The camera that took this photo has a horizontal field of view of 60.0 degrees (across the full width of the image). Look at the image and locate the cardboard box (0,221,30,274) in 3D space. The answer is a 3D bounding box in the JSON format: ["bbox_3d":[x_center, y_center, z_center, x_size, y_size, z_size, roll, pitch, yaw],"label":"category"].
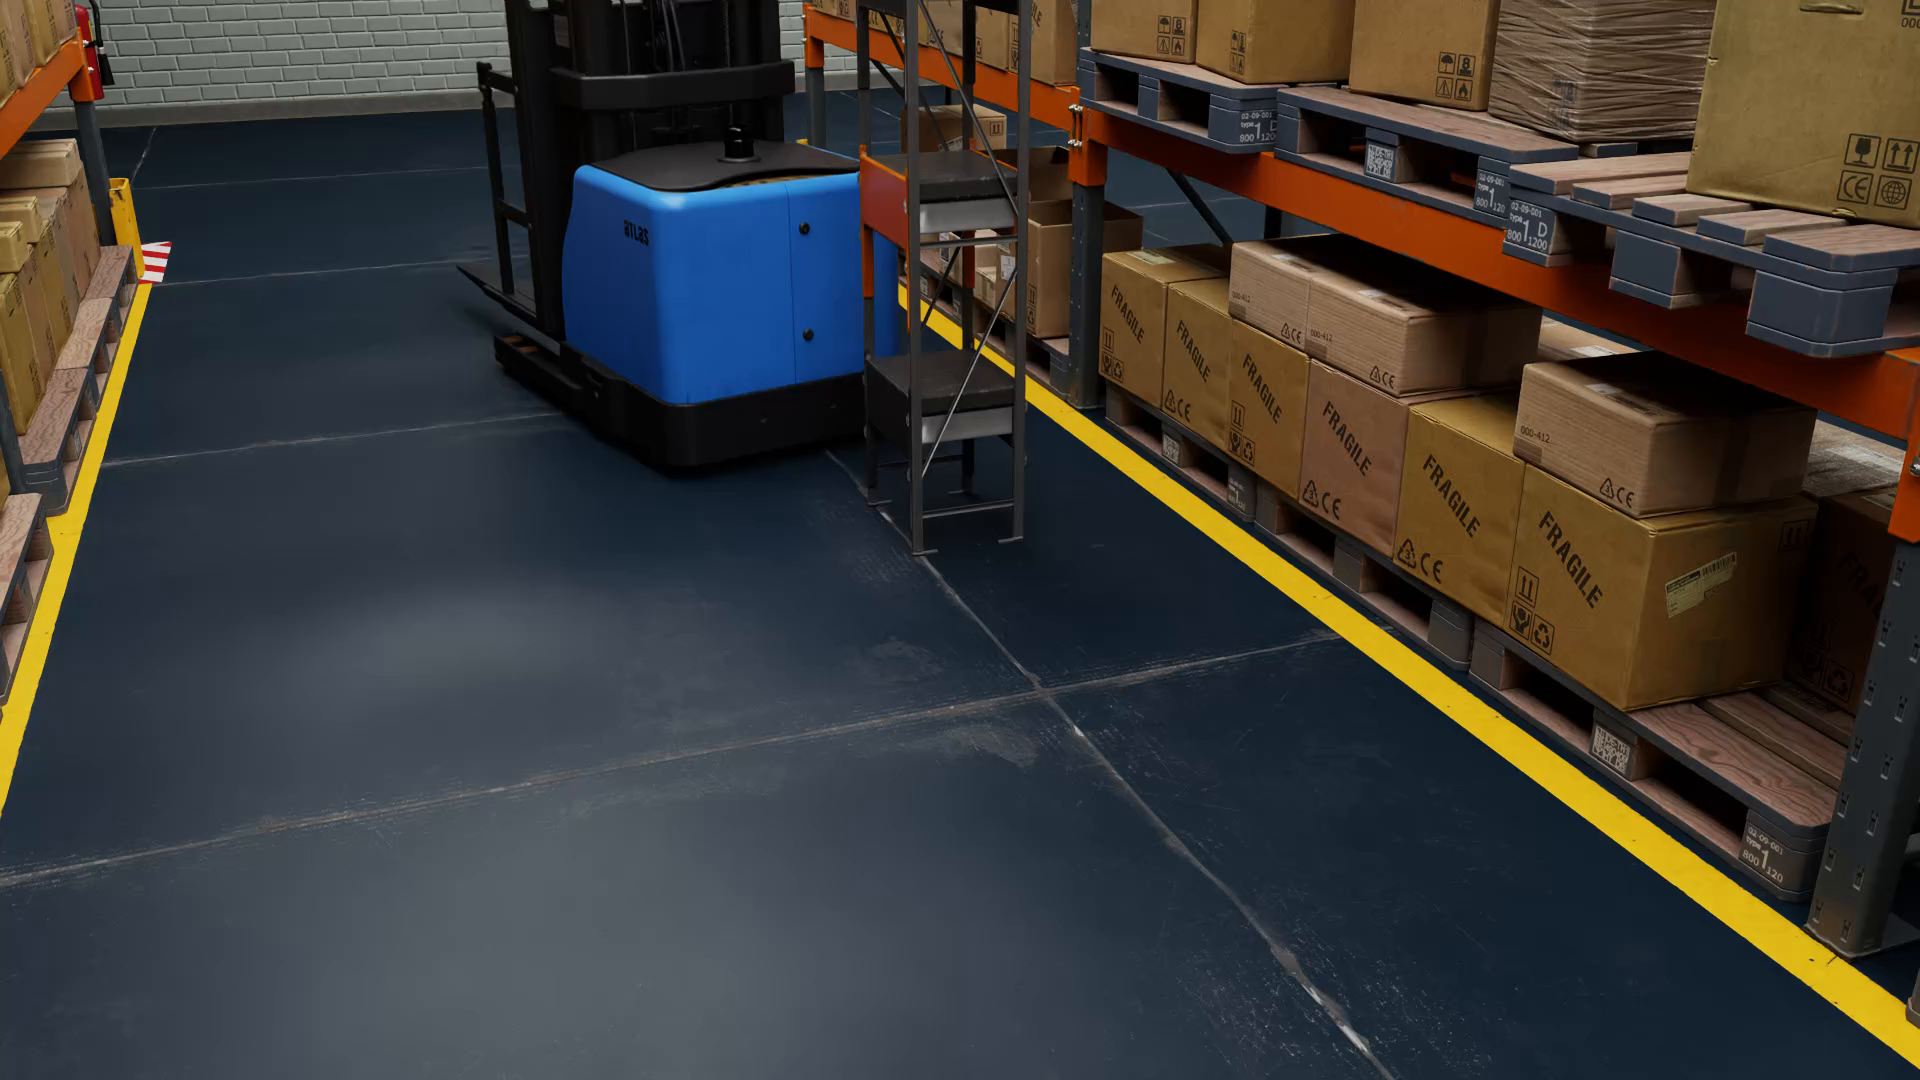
[{"bbox_3d":[-3.804,-1.109,6.361,0.380,0.149,0.250,-8,24,-17],"label":"cardboard box"}]

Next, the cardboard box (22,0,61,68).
[{"bbox_3d":[-4.642,-2.478,7.380,0.980,0.700,0.700,-9,24,-19],"label":"cardboard box"}]

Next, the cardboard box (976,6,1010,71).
[{"bbox_3d":[0.347,-2.394,7.438,0.500,0.500,0.500,-8,24,-17],"label":"cardboard box"}]

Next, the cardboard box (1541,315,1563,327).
[{"bbox_3d":[1.733,-0.562,5.873,0.500,0.500,0.500,-8,24,-18],"label":"cardboard box"}]

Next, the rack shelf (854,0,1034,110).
[{"bbox_3d":[-0.058,-1.660,5.218,0.431,0.518,0.480,-8,24,-19],"label":"rack shelf"}]

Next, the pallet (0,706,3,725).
[{"bbox_3d":[-2.908,0.666,3.898,1.003,0.211,1.213,-8,24,-19],"label":"pallet"}]

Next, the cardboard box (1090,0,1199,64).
[{"bbox_3d":[0.905,-2.051,6.084,0.700,0.500,0.500,-18,29,-36],"label":"cardboard box"}]

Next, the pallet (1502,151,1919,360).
[{"bbox_3d":[2.055,-0.709,3.817,1.213,0.211,1.003,-8,24,-19],"label":"pallet"}]

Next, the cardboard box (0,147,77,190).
[{"bbox_3d":[-4.451,-1.772,7.934,0.380,0.149,0.250,-8,24,-18],"label":"cardboard box"}]

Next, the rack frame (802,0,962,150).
[{"bbox_3d":[-0.466,-3.467,10.114,1.000,3.000,0.127,-8,24,-19],"label":"rack frame"}]

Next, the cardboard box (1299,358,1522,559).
[{"bbox_3d":[1.437,-0.297,5.244,0.500,0.500,0.500,-9,25,-21],"label":"cardboard box"}]

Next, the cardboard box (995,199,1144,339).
[{"bbox_3d":[0.481,-1.233,7.465,0.500,0.500,0.500,-8,24,-19],"label":"cardboard box"}]

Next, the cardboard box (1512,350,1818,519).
[{"bbox_3d":[1.786,-0.284,4.249,0.500,0.250,0.500,-7,24,-17],"label":"cardboard box"}]

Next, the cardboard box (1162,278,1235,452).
[{"bbox_3d":[1.089,-0.663,6.114,0.500,0.500,0.500,-8,24,-18],"label":"cardboard box"}]

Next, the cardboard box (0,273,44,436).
[{"bbox_3d":[-3.854,-0.660,6.132,0.700,0.500,0.500,-8,24,-18],"label":"cardboard box"}]

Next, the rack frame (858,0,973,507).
[{"bbox_3d":[-0.145,-1.116,5.695,0.400,2.100,0.015,-8,24,-19],"label":"rack frame"}]

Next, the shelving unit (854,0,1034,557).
[{"bbox_3d":[-0.058,-1.028,5.485,0.431,2.100,0.503,-8,24,-19],"label":"shelving unit"}]

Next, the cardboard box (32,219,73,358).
[{"bbox_3d":[-4.208,-1.030,7.010,0.700,0.500,0.500,-8,24,-18],"label":"cardboard box"}]

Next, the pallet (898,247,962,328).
[{"bbox_3d":[0.271,-1.423,8.854,1.003,0.211,1.213,-8,24,-19],"label":"pallet"}]

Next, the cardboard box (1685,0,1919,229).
[{"bbox_3d":[2.032,-1.013,3.623,0.700,0.500,0.500,-18,29,-36],"label":"cardboard box"}]

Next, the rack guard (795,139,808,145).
[{"bbox_3d":[-0.439,-2.288,10.534,1.175,0.500,0.348,-8,24,-19],"label":"rack guard"}]

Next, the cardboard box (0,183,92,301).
[{"bbox_3d":[-4.581,-1.406,7.900,0.700,0.500,0.500,-8,24,-19],"label":"cardboard box"}]

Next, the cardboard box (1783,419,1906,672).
[{"bbox_3d":[2.277,-0.005,4.553,0.500,0.500,0.500,-9,25,-21],"label":"cardboard box"}]

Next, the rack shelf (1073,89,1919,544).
[{"bbox_3d":[1.654,-0.956,5.082,1.077,0.370,4.000,-8,24,-19],"label":"rack shelf"}]

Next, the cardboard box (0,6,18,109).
[{"bbox_3d":[-4.115,-1.936,6.096,0.980,0.700,0.700,-9,24,-20],"label":"cardboard box"}]

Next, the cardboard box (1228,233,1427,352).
[{"bbox_3d":[1.243,-0.838,5.562,0.500,0.250,0.500,-8,24,-19],"label":"cardboard box"}]

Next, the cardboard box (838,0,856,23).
[{"bbox_3d":[-0.369,-3.129,9.184,0.500,0.500,0.500,-9,24,-20],"label":"cardboard box"}]

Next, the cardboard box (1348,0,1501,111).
[{"bbox_3d":[1.629,-1.620,5.062,0.700,0.500,0.500,-15,27,-32],"label":"cardboard box"}]

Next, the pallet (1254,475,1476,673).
[{"bbox_3d":[1.705,0.005,5.465,1.003,0.211,1.213,-8,24,-19],"label":"pallet"}]

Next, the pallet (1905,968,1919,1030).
[{"bbox_3d":[2.615,1.029,3.037,1.003,0.211,1.213,-8,24,-19],"label":"pallet"}]

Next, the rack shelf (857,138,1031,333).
[{"bbox_3d":[-0.058,-1.015,5.490,0.431,0.518,0.480,-8,24,-19],"label":"rack shelf"}]

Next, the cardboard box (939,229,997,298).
[{"bbox_3d":[0.216,-1.418,8.148,0.500,0.311,0.500,-8,24,-19],"label":"cardboard box"}]

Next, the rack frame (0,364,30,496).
[{"bbox_3d":[-3.686,-1.333,5.050,1.000,3.000,0.127,-8,24,-19],"label":"rack frame"}]

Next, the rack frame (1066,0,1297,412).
[{"bbox_3d":[0.947,-2.014,6.666,1.000,3.000,0.127,-8,24,-19],"label":"rack frame"}]

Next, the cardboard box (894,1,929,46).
[{"bbox_3d":[-0.019,-2.765,8.319,0.500,0.500,0.500,-8,24,-18],"label":"cardboard box"}]

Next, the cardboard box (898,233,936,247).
[{"bbox_3d":[-0.186,-1.803,9.140,0.500,0.250,0.500,-8,24,-19],"label":"cardboard box"}]

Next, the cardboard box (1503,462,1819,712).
[{"bbox_3d":[1.810,0.081,4.348,0.500,0.500,0.500,-7,24,-17],"label":"cardboard box"}]

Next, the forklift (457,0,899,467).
[{"bbox_3d":[-1.461,-2.144,7.063,1.130,2.935,3.031,-15,27,-31],"label":"forklift"}]

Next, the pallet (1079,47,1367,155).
[{"bbox_3d":[1.127,-1.620,5.979,1.003,0.211,1.213,-8,24,-19],"label":"pallet"}]

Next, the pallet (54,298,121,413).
[{"bbox_3d":[-4.316,-0.779,7.326,1.003,0.211,1.213,-8,24,-19],"label":"pallet"}]
